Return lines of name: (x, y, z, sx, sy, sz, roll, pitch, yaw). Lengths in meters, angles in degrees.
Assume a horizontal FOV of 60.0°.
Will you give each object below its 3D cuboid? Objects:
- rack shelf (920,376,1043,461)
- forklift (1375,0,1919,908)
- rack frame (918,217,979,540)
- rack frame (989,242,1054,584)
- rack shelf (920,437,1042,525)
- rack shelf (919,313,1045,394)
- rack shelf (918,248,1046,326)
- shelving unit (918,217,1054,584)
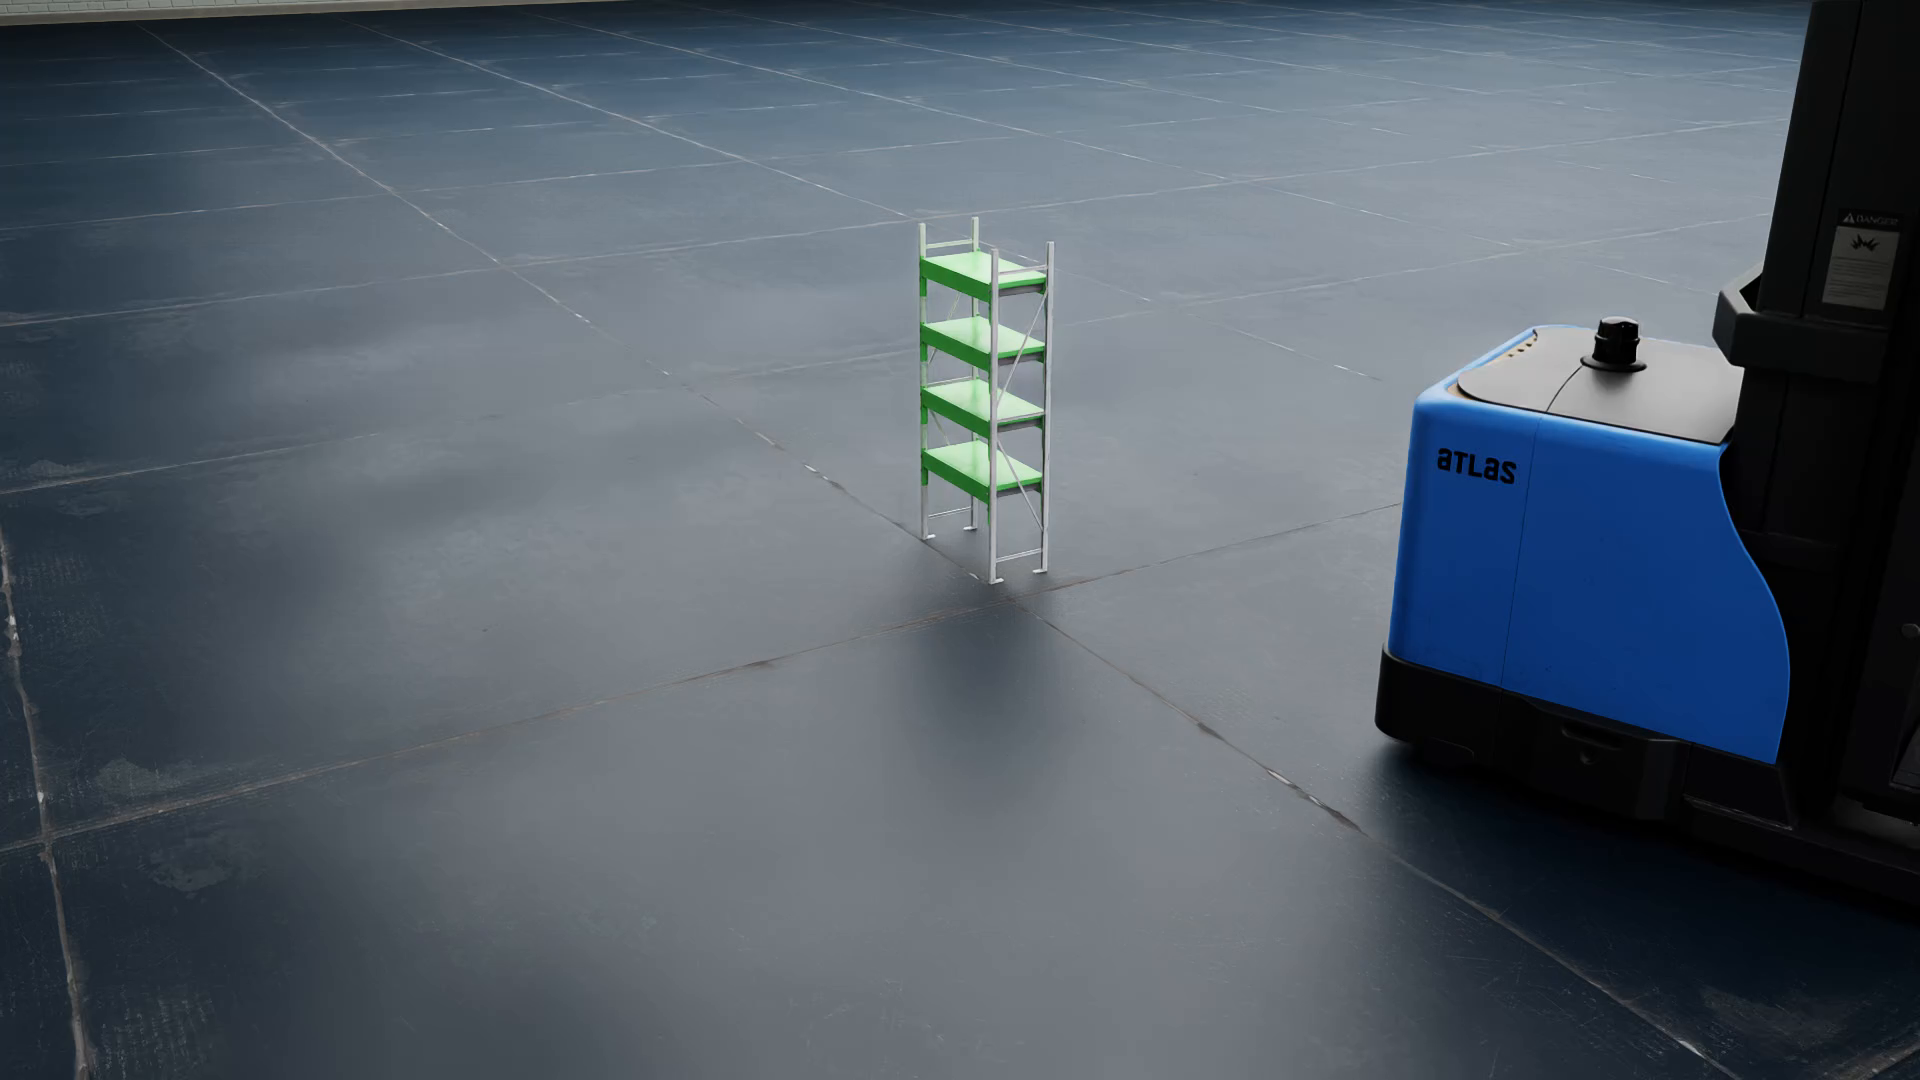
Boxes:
rack shelf: (0.085, -0.443, 5.978, 0.258, 0.148, 0.480, -13, 25, -28)
forklift: (2.684, -0.563, 3.805, 3.031, 2.935, 1.130, 16, 27, 34)
rack frame: (-0.040, -0.581, 6.148, 0.240, 1.200, 0.015, -13, 25, -28)
rack frame: (0.209, -0.423, 5.759, 0.240, 1.200, 0.015, -13, 25, -28)
rack shelf: (0.085, -0.221, 6.068, 0.258, 0.148, 0.480, -13, 25, -28)
rack shelf: (0.085, -0.665, 5.887, 0.258, 0.148, 0.480, -13, 25, -28)
rack shelf: (0.085, -0.888, 5.797, 0.258, 0.148, 0.480, -13, 25, -28)
shelving unit: (0.085, -0.502, 5.954, 0.258, 1.200, 0.503, -13, 25, -28)
